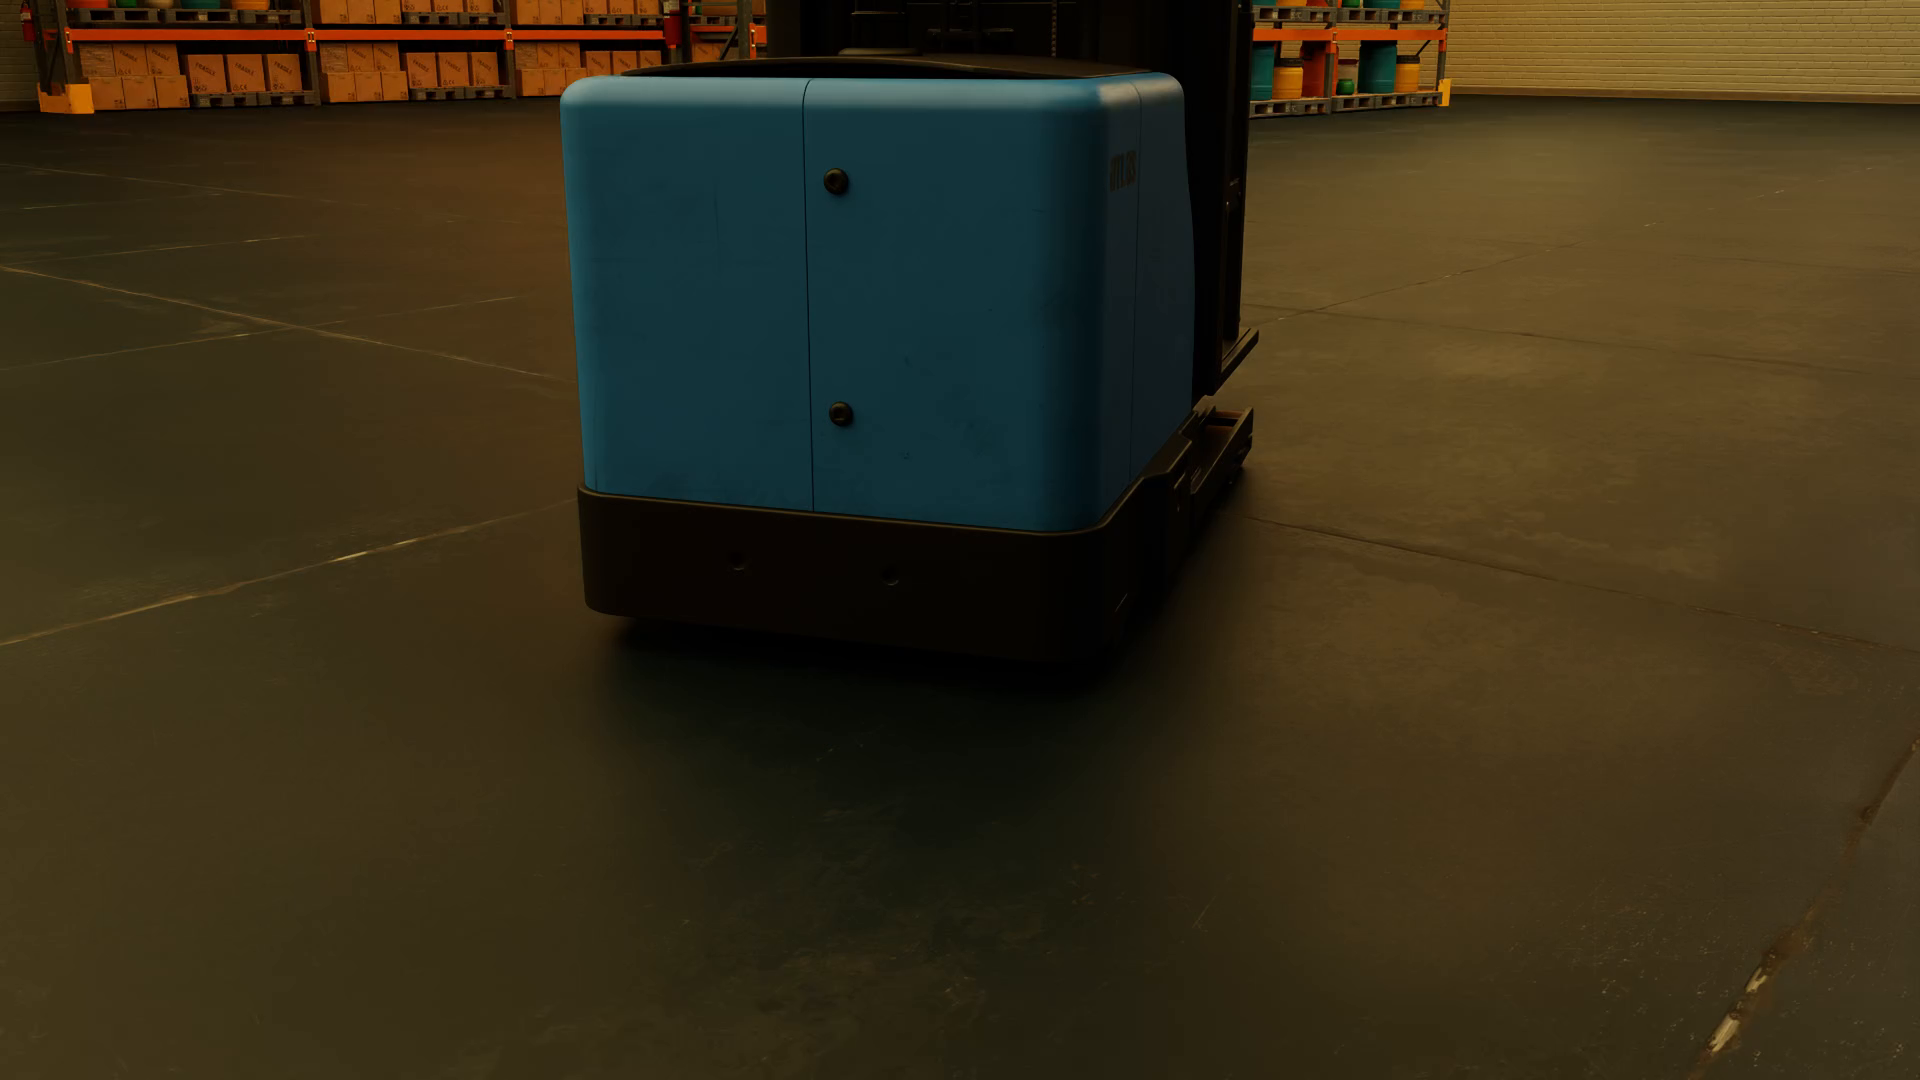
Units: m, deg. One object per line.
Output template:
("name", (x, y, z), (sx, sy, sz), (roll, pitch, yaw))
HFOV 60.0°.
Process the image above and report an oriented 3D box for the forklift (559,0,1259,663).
("forklift", (0.182, -1.571, 4.072), (1.130, 2.935, 3.031), (5, 18, 17))
